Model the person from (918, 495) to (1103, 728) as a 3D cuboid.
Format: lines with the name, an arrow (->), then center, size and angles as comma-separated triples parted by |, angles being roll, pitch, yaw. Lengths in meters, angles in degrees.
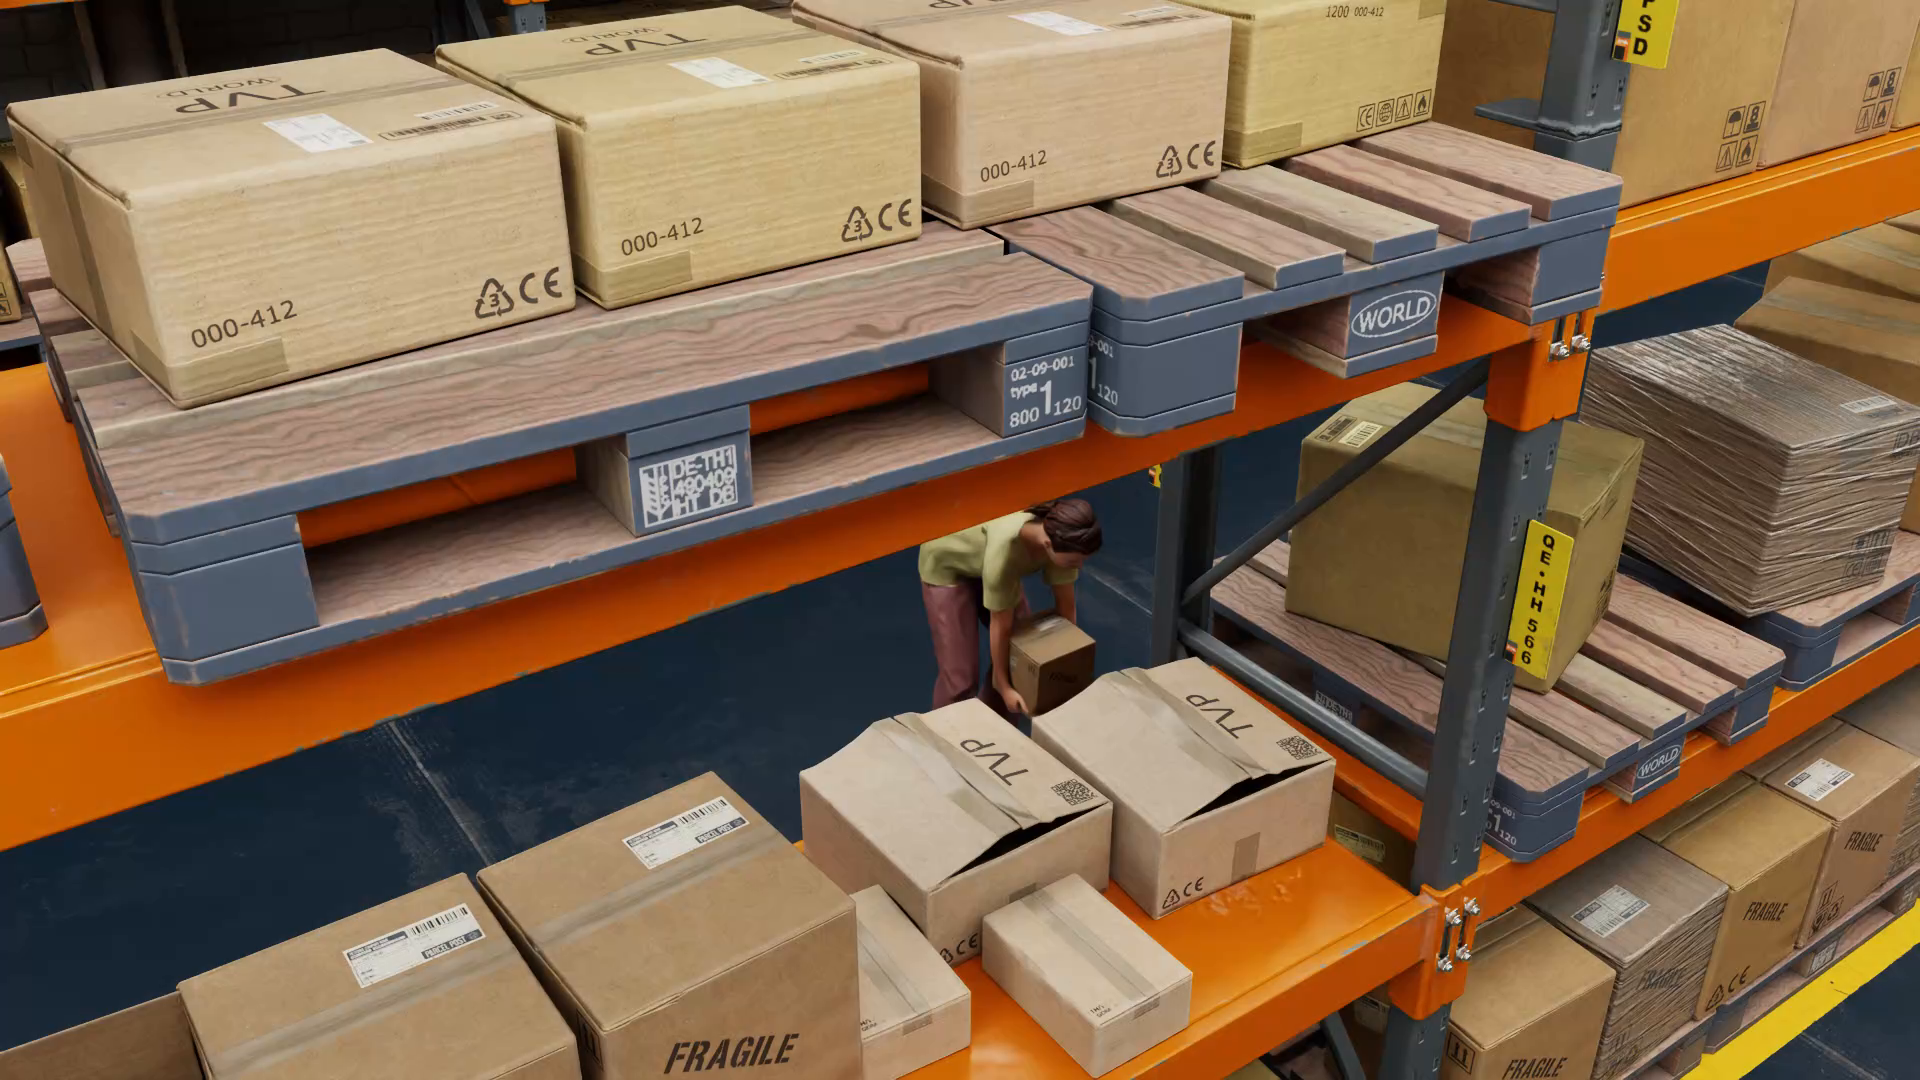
person -> 0.179, 0.343, 5.883 | 0.425, 1.309, 0.806 | -20, 34, -32
